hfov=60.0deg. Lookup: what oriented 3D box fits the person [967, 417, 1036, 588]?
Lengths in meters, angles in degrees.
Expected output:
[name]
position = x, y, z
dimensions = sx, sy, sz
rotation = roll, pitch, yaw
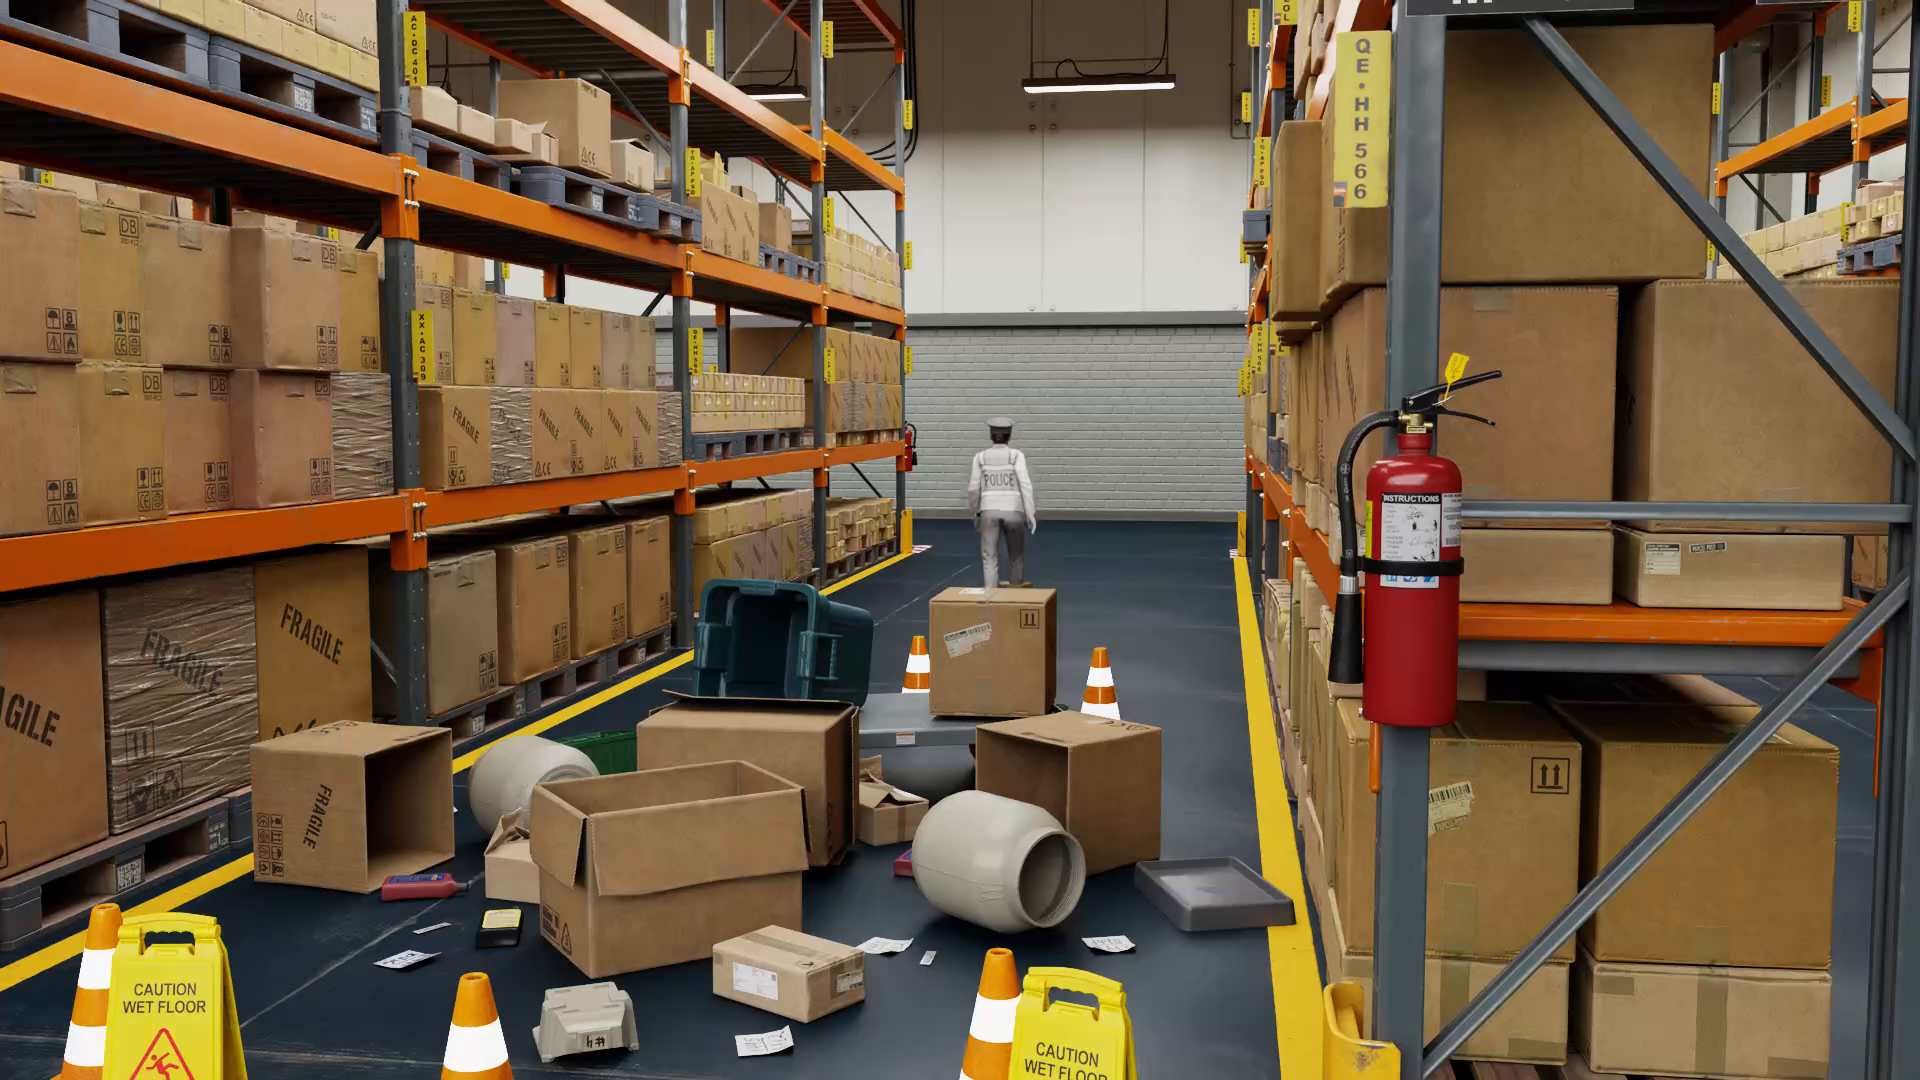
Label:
[person]
position = 0.336, -0.196, 13.468
dimensions = 0.557, 1.593, 1.019
rotation = 0, 5, 2
